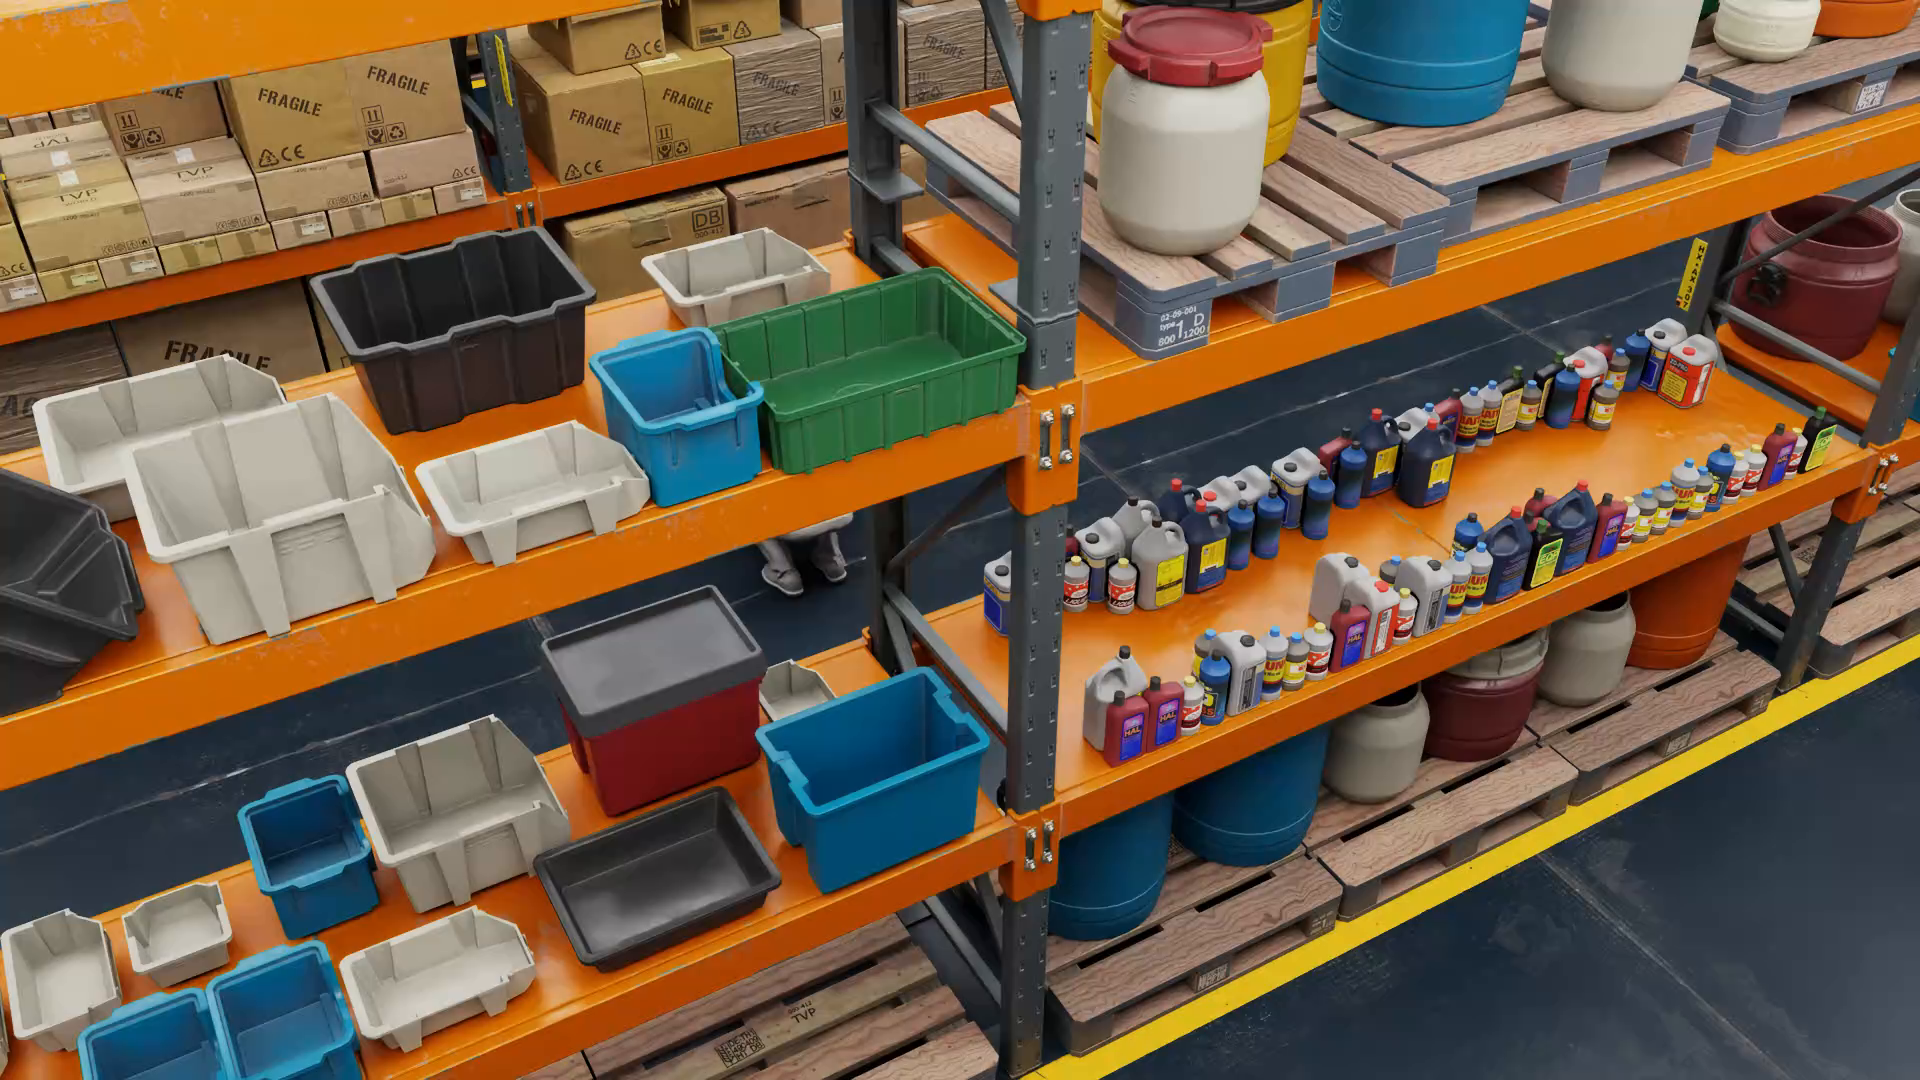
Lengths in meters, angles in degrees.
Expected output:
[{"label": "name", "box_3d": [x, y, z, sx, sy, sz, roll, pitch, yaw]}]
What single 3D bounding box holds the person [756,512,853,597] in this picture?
[{"label": "person", "box_3d": [-0.827, -0.281, 7.877, 0.463, 0.982, 0.848, -20, 41, -25]}]
